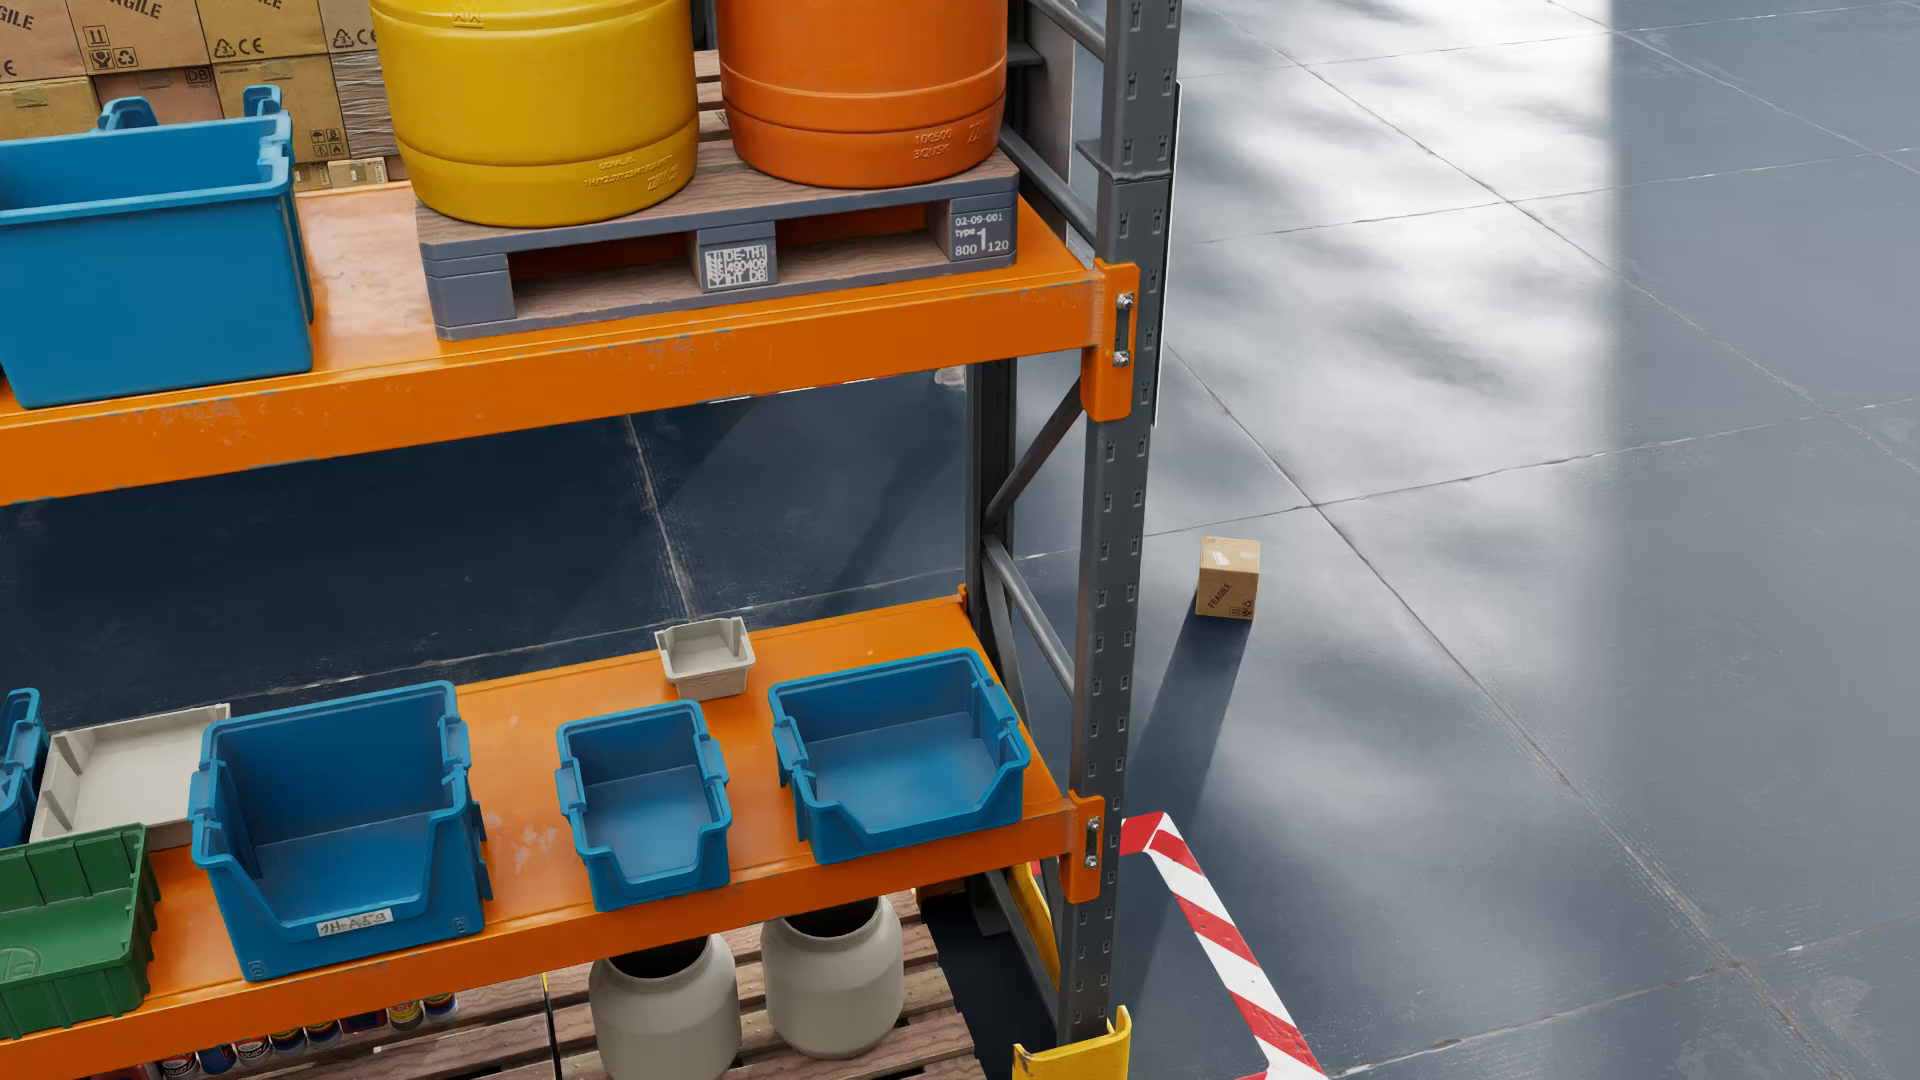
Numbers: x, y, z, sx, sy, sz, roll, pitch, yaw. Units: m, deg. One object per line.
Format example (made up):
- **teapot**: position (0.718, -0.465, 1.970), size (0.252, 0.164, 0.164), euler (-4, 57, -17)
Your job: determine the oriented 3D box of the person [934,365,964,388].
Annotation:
- **person**: position (-0.036, -1.646, 8.579), size (0.585, 1.742, 0.926), euler (-7, 34, -11)
